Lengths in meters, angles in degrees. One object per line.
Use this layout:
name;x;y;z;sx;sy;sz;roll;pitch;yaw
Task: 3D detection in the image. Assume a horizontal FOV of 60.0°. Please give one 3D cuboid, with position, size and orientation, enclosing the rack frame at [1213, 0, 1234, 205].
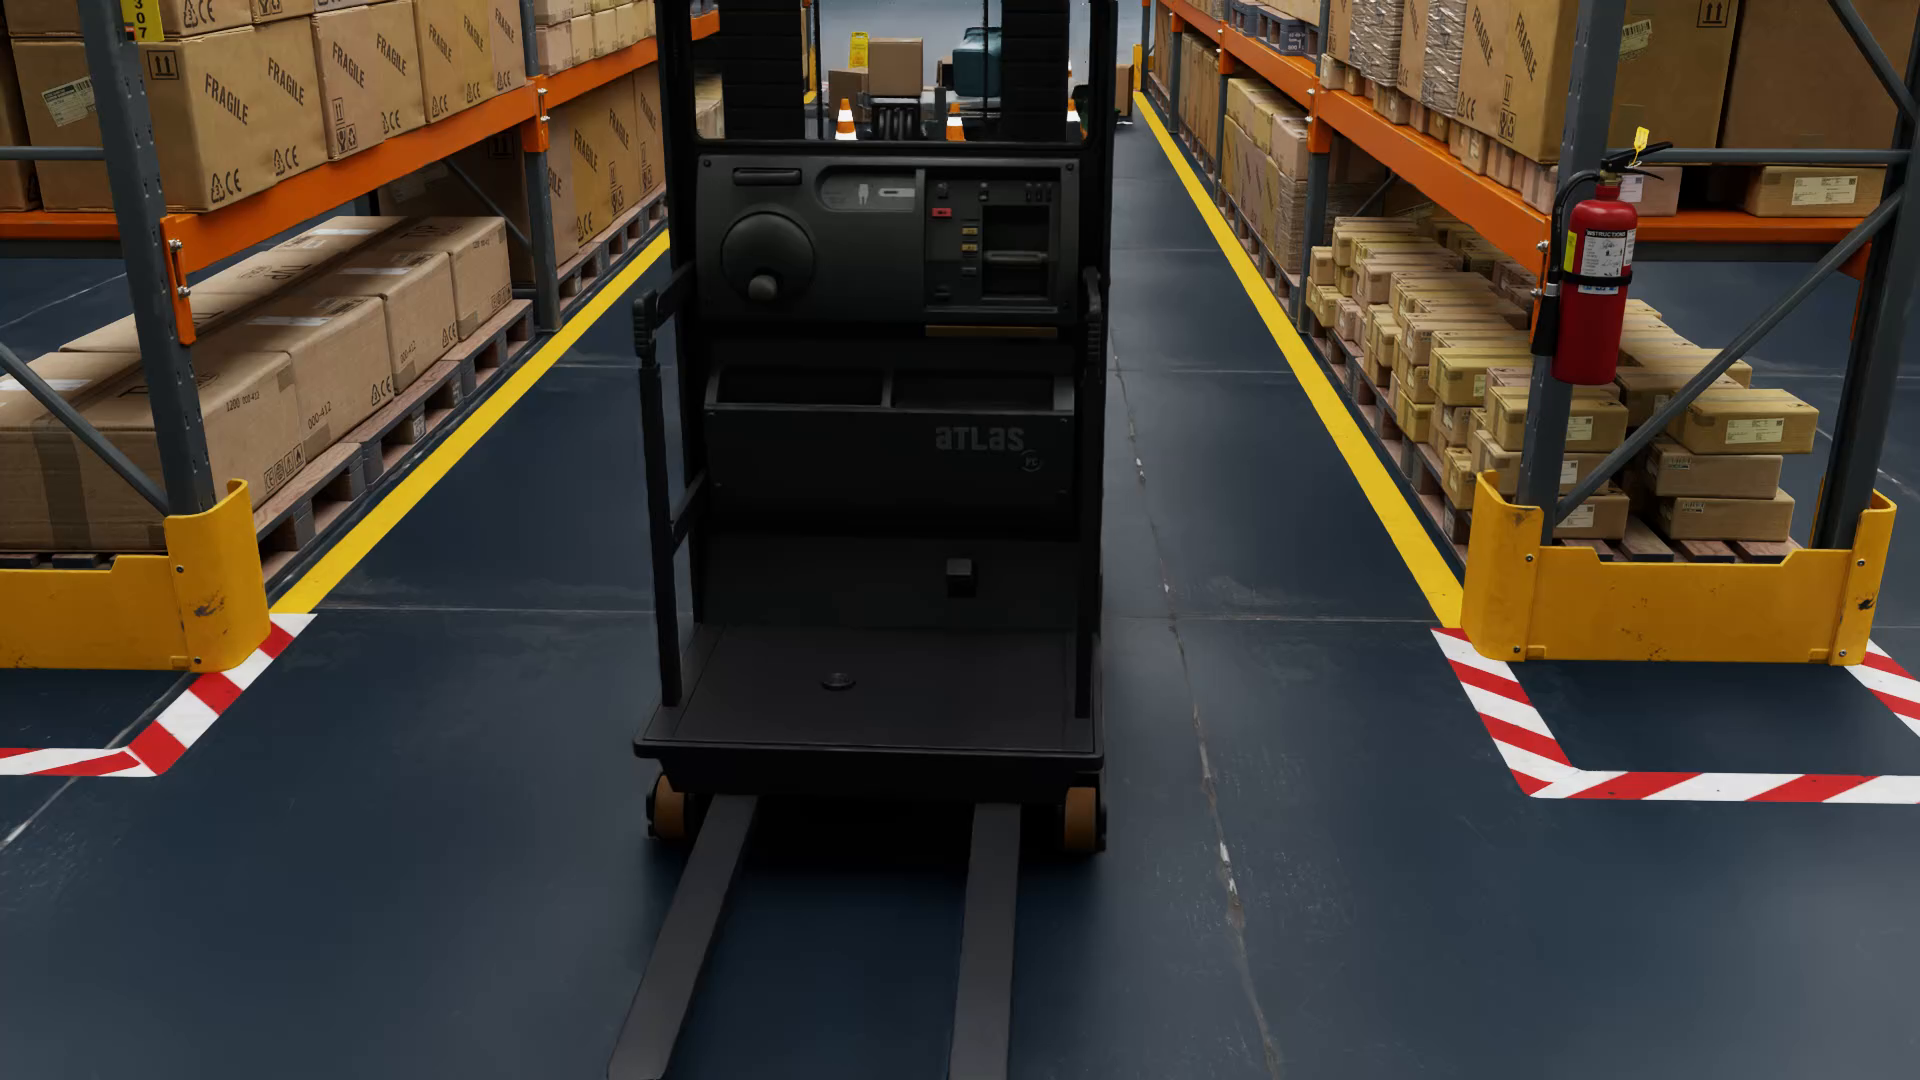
rack frame;2.427;-3.950;12.061;1.000;3.000;0.127;1;21;2

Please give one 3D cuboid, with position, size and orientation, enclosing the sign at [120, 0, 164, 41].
sign;-2.213;-1.507;4.460;0.100;0.325;0.005;1;21;2

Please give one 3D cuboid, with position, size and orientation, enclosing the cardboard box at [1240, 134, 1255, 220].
cardboard box;2.128;-2.360;10.838;0.500;0.500;0.500;0;21;0

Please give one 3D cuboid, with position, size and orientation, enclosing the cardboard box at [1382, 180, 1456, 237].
cardboard box;2.593;-1.798;9.391;0.500;0.500;0.500;1;21;4

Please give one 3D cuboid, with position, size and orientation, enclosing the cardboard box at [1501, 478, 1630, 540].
cardboard box;1.991;-0.116;5.543;0.380;0.149;0.250;1;21;3

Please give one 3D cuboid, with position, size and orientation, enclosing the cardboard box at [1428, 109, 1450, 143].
cardboard box;2.030;-1.622;6.409;0.380;0.149;0.250;1;21;3

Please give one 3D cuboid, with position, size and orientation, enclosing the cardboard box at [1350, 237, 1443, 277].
cardboard box;2.062;-1.334;7.859;0.380;0.149;0.250;0;21;1

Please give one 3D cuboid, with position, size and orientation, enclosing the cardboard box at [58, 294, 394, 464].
cardboard box;-2.828;-0.647;6.511;0.875;0.438;0.875;1;21;3

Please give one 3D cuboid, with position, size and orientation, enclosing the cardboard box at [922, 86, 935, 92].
cardboard box;-0.301;-5.035;18.800;0.380;0.149;0.250;13;25;29

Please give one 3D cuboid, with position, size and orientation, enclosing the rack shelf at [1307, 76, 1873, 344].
rack shelf;2.244;-1.445;6.600;1.077;0.370;4.000;1;21;2

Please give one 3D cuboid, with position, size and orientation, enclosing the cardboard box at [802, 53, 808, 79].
cardboard box;-2.037;-5.470;19.200;0.500;0.250;0.500;1;21;1

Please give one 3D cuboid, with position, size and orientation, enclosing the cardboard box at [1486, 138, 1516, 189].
cardboard box;1.949;-1.241;5.428;0.380;0.149;0.250;0;21;1

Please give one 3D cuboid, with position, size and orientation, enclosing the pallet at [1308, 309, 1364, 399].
pallet;2.320;-0.960;8.211;1.003;0.211;1.213;1;21;2

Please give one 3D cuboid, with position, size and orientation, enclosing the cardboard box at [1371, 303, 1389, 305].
cardboard box;2.042;-1.003;7.417;0.380;0.149;0.250;2;21;4

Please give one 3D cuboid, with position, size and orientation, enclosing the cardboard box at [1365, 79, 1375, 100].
cardboard box;2.080;-2.096;7.632;0.380;0.149;0.250;0;21;-1

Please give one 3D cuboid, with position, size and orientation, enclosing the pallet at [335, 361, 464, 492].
pallet;-2.781;-0.505;7.038;1.003;0.211;1.213;1;21;2

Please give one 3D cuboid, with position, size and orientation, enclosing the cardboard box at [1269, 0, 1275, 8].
cardboard box;2.183;-3.480;10.618;0.380;0.149;0.250;1;21;3

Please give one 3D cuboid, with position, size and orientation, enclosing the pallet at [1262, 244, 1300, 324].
pallet;2.328;-1.485;9.564;1.003;0.211;1.213;1;21;2

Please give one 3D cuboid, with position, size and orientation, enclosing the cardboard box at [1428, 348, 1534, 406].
cardboard box;1.892;-0.581;5.916;0.380;0.149;0.250;0;21;0

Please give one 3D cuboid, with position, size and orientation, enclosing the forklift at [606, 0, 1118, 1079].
forklift;-0.187;-0.723;3.841;1.130;2.935;3.031;1;21;3

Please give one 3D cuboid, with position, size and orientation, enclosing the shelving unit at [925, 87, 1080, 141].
shelving unit;0.146;-0.836;6.110;0.538;1.500;1.048;0;21;1

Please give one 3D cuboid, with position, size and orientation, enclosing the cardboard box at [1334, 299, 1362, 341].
cardboard box;2.009;-1.055;7.962;0.380;0.149;0.250;1;21;1

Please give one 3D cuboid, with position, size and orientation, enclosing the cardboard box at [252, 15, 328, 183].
cardboard box;-2.478;-1.475;5.546;0.500;0.500;0.500;0;21;1

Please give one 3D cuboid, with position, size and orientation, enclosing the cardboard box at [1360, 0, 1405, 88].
cardboard box;1.979;-2.152;6.878;0.500;0.500;0.500;0;21;0

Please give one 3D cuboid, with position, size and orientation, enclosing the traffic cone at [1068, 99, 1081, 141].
traffic cone;0.999;-3.745;15.041;0.336;0.463;0.334;1;21;2

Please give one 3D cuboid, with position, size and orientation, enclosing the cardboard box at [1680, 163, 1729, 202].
cardboard box;2.488;-1.146;5.183;0.380;0.149;0.250;1;21;4

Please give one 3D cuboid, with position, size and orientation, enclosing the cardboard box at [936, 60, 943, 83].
cardboard box;0.197;-5.033;18.305;0.797;0.503;0.637;-16;26;-35

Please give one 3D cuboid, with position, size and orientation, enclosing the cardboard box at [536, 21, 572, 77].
cardboard box;-2.368;-2.607;8.810;0.500;0.250;0.500;0;21;0

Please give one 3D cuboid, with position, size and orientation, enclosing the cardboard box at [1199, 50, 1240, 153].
cardboard box;2.559;-3.632;13.772;1.050;0.750;0.750;1;21;2

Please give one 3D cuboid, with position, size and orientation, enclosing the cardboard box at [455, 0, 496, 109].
cardboard box;-2.414;-2.211;7.443;0.500;0.500;0.500;0;21;0

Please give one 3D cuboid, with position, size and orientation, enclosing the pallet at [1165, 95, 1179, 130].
pallet;2.650;-4.370;16.999;1.003;0.211;1.213;1;21;2

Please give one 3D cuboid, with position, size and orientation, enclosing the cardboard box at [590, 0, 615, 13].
cardboard box;-2.321;-3.211;9.675;0.500;0.250;0.500;1;21;2

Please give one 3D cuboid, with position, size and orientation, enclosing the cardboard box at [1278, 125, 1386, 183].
cardboard box;2.075;-2.155;9.276;0.500;0.250;0.500;0;21;0

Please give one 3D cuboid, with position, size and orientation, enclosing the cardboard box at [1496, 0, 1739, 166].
cardboard box;1.940;-1.408;4.961;0.500;0.500;0.500;1;21;3

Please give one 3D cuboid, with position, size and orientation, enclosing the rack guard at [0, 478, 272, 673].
rack guard;-2.768;0.099;5.082;1.175;0.500;0.348;1;21;2

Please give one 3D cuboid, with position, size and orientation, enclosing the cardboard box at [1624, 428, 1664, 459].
cardboard box;2.521;-0.347;5.727;0.380;0.149;0.250;1;21;1

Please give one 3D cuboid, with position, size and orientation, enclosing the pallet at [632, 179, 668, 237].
pallet;-2.623;-2.383;11.879;1.003;0.211;1.213;1;21;2

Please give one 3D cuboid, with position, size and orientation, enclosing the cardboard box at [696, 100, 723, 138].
cardboard box;-2.482;-3.409;13.721;0.950;0.372;0.625;0;21;1

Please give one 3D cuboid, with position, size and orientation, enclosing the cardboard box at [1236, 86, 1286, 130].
cardboard box;2.149;-2.900;11.194;0.500;0.250;0.500;0;21;1

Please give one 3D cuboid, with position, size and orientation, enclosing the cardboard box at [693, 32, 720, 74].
cardboard box;-2.652;-4.894;16.679;0.500;0.500;0.500;0;21;1

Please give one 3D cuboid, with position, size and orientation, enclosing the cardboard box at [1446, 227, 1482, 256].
cardboard box;2.587;-1.423;8.088;0.380;0.149;0.250;1;21;2

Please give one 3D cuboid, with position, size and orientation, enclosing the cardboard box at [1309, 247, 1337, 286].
cardboard box;1.974;-1.381;8.391;0.380;0.149;0.250;2;21;4

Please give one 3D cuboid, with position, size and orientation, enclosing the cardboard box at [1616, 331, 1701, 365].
cardboard box;2.488;-0.668;6.142;0.380;0.149;0.250;0;21;-1

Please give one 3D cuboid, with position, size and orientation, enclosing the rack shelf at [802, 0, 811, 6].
rack shelf;-2.341;-5.801;17.829;1.077;0.370;4.000;1;21;2

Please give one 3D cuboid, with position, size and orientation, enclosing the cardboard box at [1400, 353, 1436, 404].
cardboard box;1.931;-0.632;6.459;0.380;0.149;0.250;1;21;2

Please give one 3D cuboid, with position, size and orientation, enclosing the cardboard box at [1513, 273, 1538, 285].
cardboard box;2.588;-1.043;7.109;0.380;0.149;0.250;0;21;0

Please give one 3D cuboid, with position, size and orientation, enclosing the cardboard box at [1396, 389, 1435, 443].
cardboard box;1.931;-0.487;6.499;0.380;0.149;0.250;0;21;-1

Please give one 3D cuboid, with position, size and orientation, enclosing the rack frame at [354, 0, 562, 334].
rack frame;-2.646;-2.521;8.380;1.000;3.000;0.127;1;21;2

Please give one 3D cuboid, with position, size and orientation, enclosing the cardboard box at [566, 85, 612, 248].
cardboard box;-2.687;-2.278;10.110;0.875;0.875;0.875;1;21;3

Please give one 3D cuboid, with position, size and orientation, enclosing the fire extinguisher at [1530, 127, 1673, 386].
fire extinguisher;1.715;-0.761;4.466;0.296;0.674;0.183;1;21;2

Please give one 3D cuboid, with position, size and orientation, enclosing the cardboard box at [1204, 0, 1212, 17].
cardboard box;2.189;-4.342;12.935;0.500;0.500;0.500;1;21;2

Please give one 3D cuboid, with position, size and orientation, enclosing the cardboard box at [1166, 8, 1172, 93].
cardboard box;2.661;-5.154;17.521;0.875;0.875;0.875;1;21;2

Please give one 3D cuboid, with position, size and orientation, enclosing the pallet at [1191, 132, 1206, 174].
pallet;2.566;-3.374;14.432;1.003;0.211;1.213;1;21;2

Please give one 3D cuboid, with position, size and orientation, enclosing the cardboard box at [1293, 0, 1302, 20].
cardboard box;2.147;-3.103;9.646;0.380;0.149;0.250;0;21;-1

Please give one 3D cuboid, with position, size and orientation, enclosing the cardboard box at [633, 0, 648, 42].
cardboard box;-2.311;-3.345;10.711;0.500;0.250;0.500;0;21;1

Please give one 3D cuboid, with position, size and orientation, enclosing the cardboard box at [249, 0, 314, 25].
cardboard box;-2.459;-1.945;5.375;0.500;0.500;0.500;0;21;0

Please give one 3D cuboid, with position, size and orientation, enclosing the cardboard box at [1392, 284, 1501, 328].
cardboard box;2.015;-0.960;6.895;0.380;0.149;0.250;1;21;2
